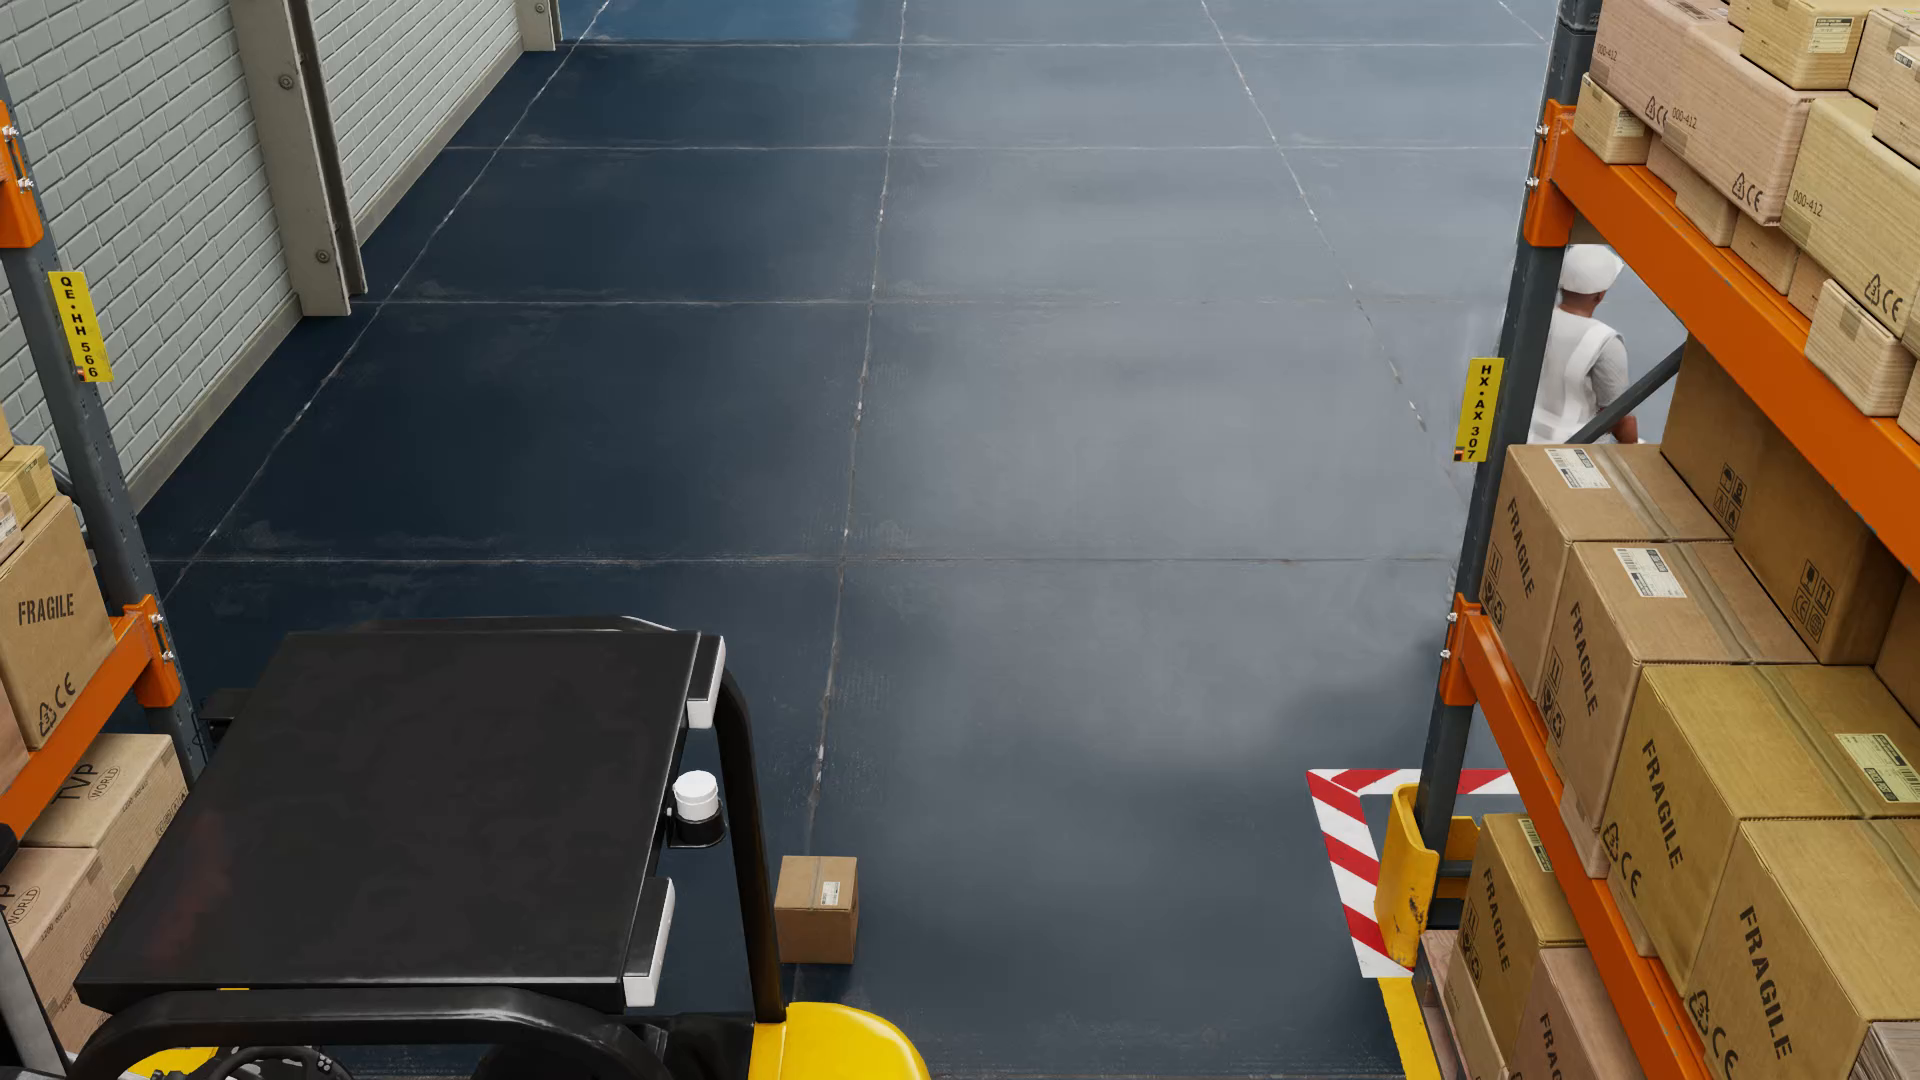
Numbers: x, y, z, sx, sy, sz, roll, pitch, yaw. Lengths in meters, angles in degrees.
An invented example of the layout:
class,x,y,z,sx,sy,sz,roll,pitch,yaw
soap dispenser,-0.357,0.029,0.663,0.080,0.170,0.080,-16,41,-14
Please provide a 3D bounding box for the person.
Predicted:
class,x,y,z,sx,sy,sz,roll,pitch,yaw
person,2.509,-0.414,6.778,1.017,1.729,0.557,-15,34,-23
